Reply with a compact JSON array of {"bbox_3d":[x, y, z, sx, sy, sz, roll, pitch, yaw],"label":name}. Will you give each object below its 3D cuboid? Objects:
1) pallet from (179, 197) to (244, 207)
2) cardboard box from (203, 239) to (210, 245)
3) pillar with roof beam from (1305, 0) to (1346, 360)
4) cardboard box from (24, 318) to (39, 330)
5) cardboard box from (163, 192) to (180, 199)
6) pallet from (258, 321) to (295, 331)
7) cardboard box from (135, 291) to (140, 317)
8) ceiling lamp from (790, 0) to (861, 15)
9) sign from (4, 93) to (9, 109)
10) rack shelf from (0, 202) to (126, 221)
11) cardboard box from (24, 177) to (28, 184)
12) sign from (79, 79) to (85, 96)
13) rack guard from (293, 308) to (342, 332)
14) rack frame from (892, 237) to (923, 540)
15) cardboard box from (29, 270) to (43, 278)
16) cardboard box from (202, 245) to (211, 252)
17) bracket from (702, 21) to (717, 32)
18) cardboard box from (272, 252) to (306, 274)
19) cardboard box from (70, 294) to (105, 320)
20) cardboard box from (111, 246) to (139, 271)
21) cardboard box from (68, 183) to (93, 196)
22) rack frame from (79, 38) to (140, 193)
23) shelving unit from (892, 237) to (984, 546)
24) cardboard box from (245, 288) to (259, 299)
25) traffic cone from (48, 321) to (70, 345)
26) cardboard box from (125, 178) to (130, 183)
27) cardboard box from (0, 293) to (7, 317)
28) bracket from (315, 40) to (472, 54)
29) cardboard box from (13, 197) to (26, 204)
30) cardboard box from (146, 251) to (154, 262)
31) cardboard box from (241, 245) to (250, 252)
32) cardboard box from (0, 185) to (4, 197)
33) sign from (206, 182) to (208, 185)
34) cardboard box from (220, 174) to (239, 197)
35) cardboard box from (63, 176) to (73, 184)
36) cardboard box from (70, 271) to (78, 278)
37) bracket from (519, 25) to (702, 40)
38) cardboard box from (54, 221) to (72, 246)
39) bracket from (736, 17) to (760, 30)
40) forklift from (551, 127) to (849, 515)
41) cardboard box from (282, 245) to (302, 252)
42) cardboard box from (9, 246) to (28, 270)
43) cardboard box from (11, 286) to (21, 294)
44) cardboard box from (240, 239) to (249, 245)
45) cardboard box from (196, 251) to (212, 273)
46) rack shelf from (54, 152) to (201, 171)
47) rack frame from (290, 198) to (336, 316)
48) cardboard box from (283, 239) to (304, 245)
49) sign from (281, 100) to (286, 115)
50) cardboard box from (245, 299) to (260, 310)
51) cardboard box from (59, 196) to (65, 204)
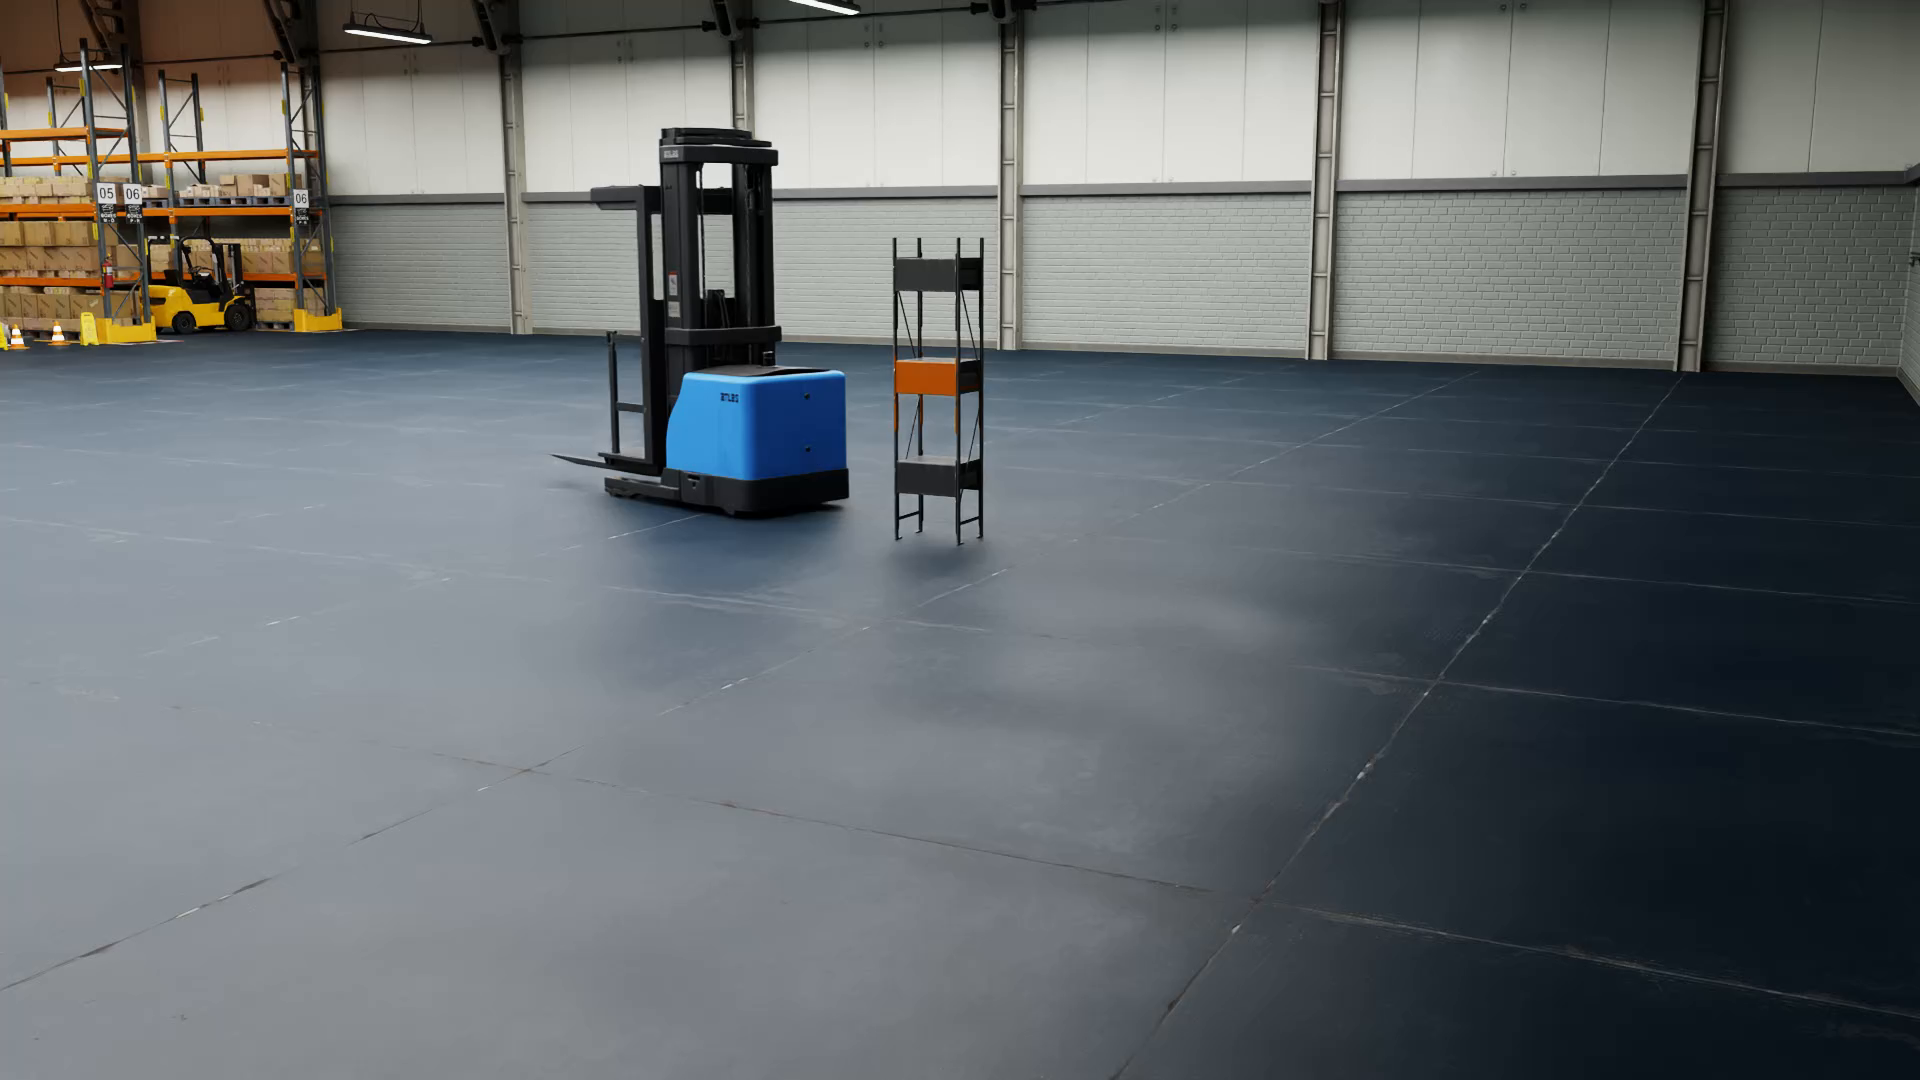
[{"bbox_3d":[-17.772,-8.052,39.625,1.213,0.211,1.003,5,11,26],"label":"pallet"},{"bbox_3d":[-17.701,-7.064,39.399,0.250,0.149,0.380,5,12,27],"label":"cardboard box"},{"bbox_3d":[4.431,-6.940,24.807,0.548,9.000,9.100,5,11,26],"label":"pillar with roof beam"},{"bbox_3d":[-19.371,-4.572,35.113,0.500,0.250,0.500,5,11,25],"label":"cardboard box"},{"bbox_3d":[-19.222,-8.389,40.485,0.250,0.149,0.380,5,11,26],"label":"cardboard box"},{"bbox_3d":[-15.665,-5.049,39.036,1.213,0.211,1.003,5,11,26],"label":"pallet"},{"bbox_3d":[-19.713,-5.823,40.969,0.625,0.625,0.875,5,11,25],"label":"cardboard box"},{"bbox_3d":[-2.020,-10.291,26.932,0.800,3.185,2.000,5,11,26],"label":"ceiling lamp"},{"bbox_3d":[-20.484,-9.426,35.698,0.005,0.325,0.100,5,11,26],"label":"sign"},{"bbox_3d":[-18.947,-6.854,34.778,4.000,0.370,1.077,5,11,26],"label":"rack shelf"},{"bbox_3d":[-19.172,-7.448,34.507,0.250,0.149,0.380,5,12,27],"label":"cardboard box"},{"bbox_3d":[-17.418,-8.977,32.997,0.005,0.325,0.100,5,11,26],"label":"sign"},{"bbox_3d":[-14.939,-5.136,38.704,0.348,0.500,1.175,5,11,26],"label":"rack guard"},{"bbox_3d":[-0.367,-1.065,11.722,0.015,2.100,0.400,5,11,26],"label":"rack frame"},{"bbox_3d":[-19.219,-5.573,34.803,0.250,0.149,0.380,5,11,26],"label":"cardboard box"},{"bbox_3d":[-17.711,-6.917,39.423,0.250,0.149,0.380,5,12,27],"label":"cardboard box"},{"bbox_3d":[-4.954,-10.320,33.378,0.430,0.232,0.235,5,11,26],"label":"bracket"},{"bbox_3d":[-15.518,-6.414,38.465,0.500,0.500,0.500,5,11,25],"label":"cardboard box"},{"bbox_3d":[-17.988,-4.819,34.369,0.500,0.500,0.500,5,11,26],"label":"cardboard box"},{"bbox_3d":[-17.456,-5.852,34.525,0.500,0.500,0.500,5,11,25],"label":"cardboard box"},{"bbox_3d":[-17.732,-7.121,33.815,0.500,0.250,0.500,5,11,25],"label":"cardboard box"},{"bbox_3d":[-17.154,-8.527,33.576,0.127,3.000,1.000,5,11,26],"label":"rack frame"},{"bbox_3d":[-0.148,-1.046,11.615,0.503,2.100,0.431,5,11,26],"label":"shelving unit"},{"bbox_3d":[-16.429,-5.777,38.963,0.500,0.250,0.500,5,11,27],"label":"cardboard box"},{"bbox_3d":[-18.110,-4.154,33.385,0.334,0.463,0.336,5,11,26],"label":"traffic cone"},{"bbox_3d":[-20.681,-8.603,40.679,0.500,0.500,0.500,5,12,27],"label":"cardboard box"},{"bbox_3d":[-20.331,-5.023,35.497,0.500,0.500,0.500,6,12,29],"label":"cardboard box"},{"bbox_3d":[-12.646,-10.996,37.112,4.783,0.066,0.076,5,11,26],"label":"bracket"},{"bbox_3d":[-19.453,-7.063,34.616,0.250,0.149,0.380,5,11,25],"label":"cardboard box"},{"bbox_3d":[-19.566,-6.892,40.408,0.500,0.250,0.500,5,11,24],"label":"cardboard box"},{"bbox_3d":[-16.557,-6.816,38.866,0.250,0.149,0.380,5,11,26],"label":"cardboard box"},{"bbox_3d":[-20.001,-7.321,34.922,0.500,0.250,0.500,5,11,25],"label":"cardboard box"},{"bbox_3d":[-18.304,-8.541,40.403,0.005,0.325,0.100,5,11,26],"label":"sign"},{"bbox_3d":[-16.848,-8.295,38.969,0.637,0.503,0.797,5,12,28],"label":"cardboard box"},{"bbox_3d":[-18.039,-7.343,33.922,0.250,0.149,0.380,5,11,25],"label":"cardboard box"},{"bbox_3d":[-18.081,-5.472,34.249,0.250,0.149,0.380,5,11,25],"label":"cardboard box"},{"bbox_3d":[-7.265,-10.523,34.500,4.783,0.066,0.076,5,11,26],"label":"bracket"},{"bbox_3d":[-18.159,-6.309,34.242,0.500,0.500,0.700,5,11,26],"label":"cardboard box"},{"bbox_3d":[-4.210,-10.255,33.017,0.430,0.232,0.235,5,11,26],"label":"bracket"},{"bbox_3d":[-2.285,-1.830,13.610,3.031,2.935,1.130,10,14,44],"label":"forklift"},{"bbox_3d":[-15.396,-6.719,38.329,0.250,0.149,0.380,5,11,27],"label":"cardboard box"},{"bbox_3d":[-19.565,-5.929,34.950,0.500,0.500,0.500,5,11,25],"label":"cardboard box"},{"bbox_3d":[-19.784,-5.282,35.110,0.250,0.149,0.380,6,12,28],"label":"cardboard box"},{"bbox_3d":[-16.564,-6.962,38.836,0.250,0.149,0.380,5,12,27],"label":"cardboard box"},{"bbox_3d":[-17.791,-6.617,39.589,0.500,0.500,0.500,5,12,27],"label":"cardboard box"},{"bbox_3d":[-20.342,-9.242,40.669,4.000,0.370,1.077,5,11,26],"label":"rack shelf"},{"bbox_3d":[-14.961,-6.368,38.492,0.127,3.000,1.000,5,11,26],"label":"rack frame"},{"bbox_3d":[-15.375,-6.877,38.368,0.250,0.149,0.380,5,11,26],"label":"cardboard box"},{"bbox_3d":[-15.214,-9.733,37.394,0.005,0.325,0.100,5,11,26],"label":"sign"},{"bbox_3d":[-16.453,-5.534,39.025,0.500,0.250,0.500,5,11,25],"label":"cardboard box"},{"bbox_3d":[-18.256,-6.982,34.168,0.250,0.149,0.380,5,11,26],"label":"cardboard box"}]
